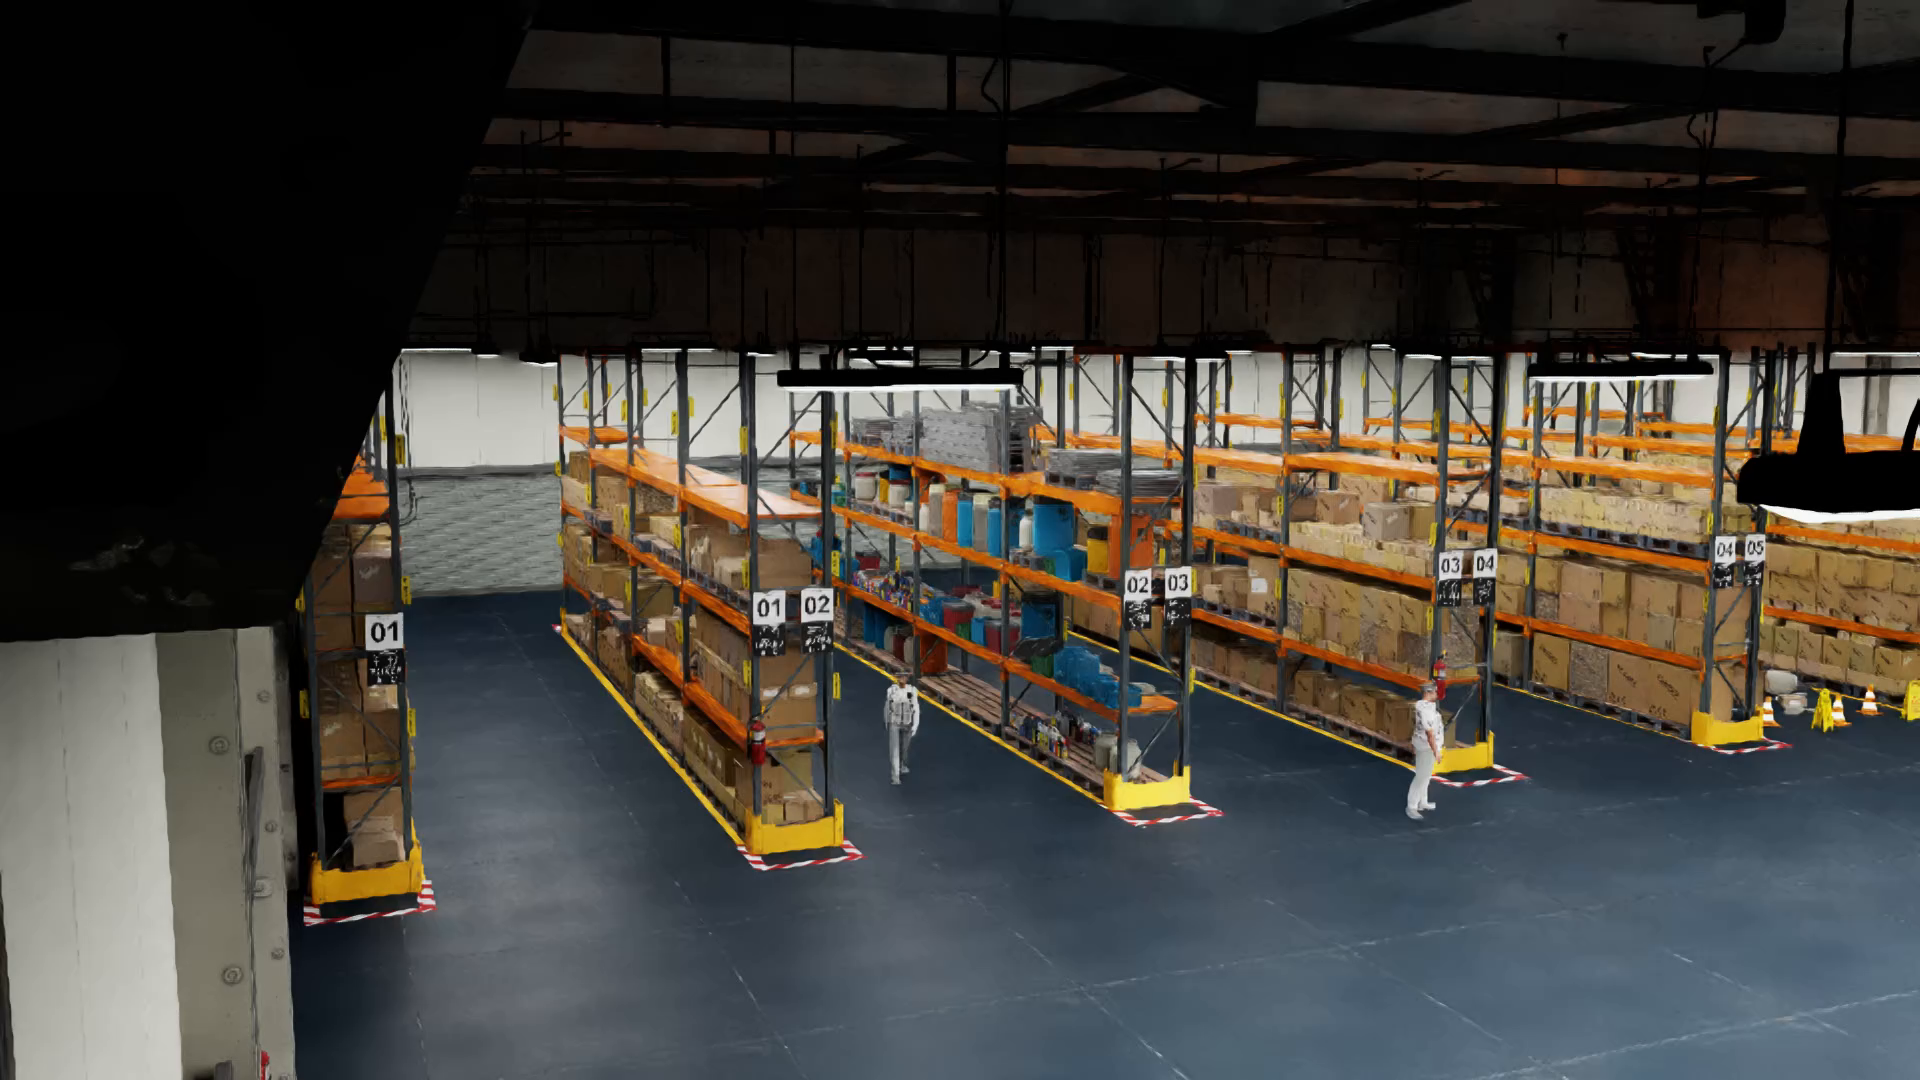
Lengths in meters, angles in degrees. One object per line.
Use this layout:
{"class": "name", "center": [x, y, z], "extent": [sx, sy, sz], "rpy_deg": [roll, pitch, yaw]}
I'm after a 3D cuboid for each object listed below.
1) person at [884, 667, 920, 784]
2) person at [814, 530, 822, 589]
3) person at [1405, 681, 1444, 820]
{"class": "person", "center": [-0.806, 2.559, 23.333], "extent": [0.483, 1.607, 0.998], "rpy_deg": [-2, 7, -12]}
{"class": "person", "center": [-3.279, 0.401, 40.491], "extent": [0.580, 1.585, 0.952], "rpy_deg": [1, 7, 6]}
{"class": "person", "center": [6.061, 2.723, 21.671], "extent": [0.476, 1.744, 0.727], "rpy_deg": [1, 7, 9]}
